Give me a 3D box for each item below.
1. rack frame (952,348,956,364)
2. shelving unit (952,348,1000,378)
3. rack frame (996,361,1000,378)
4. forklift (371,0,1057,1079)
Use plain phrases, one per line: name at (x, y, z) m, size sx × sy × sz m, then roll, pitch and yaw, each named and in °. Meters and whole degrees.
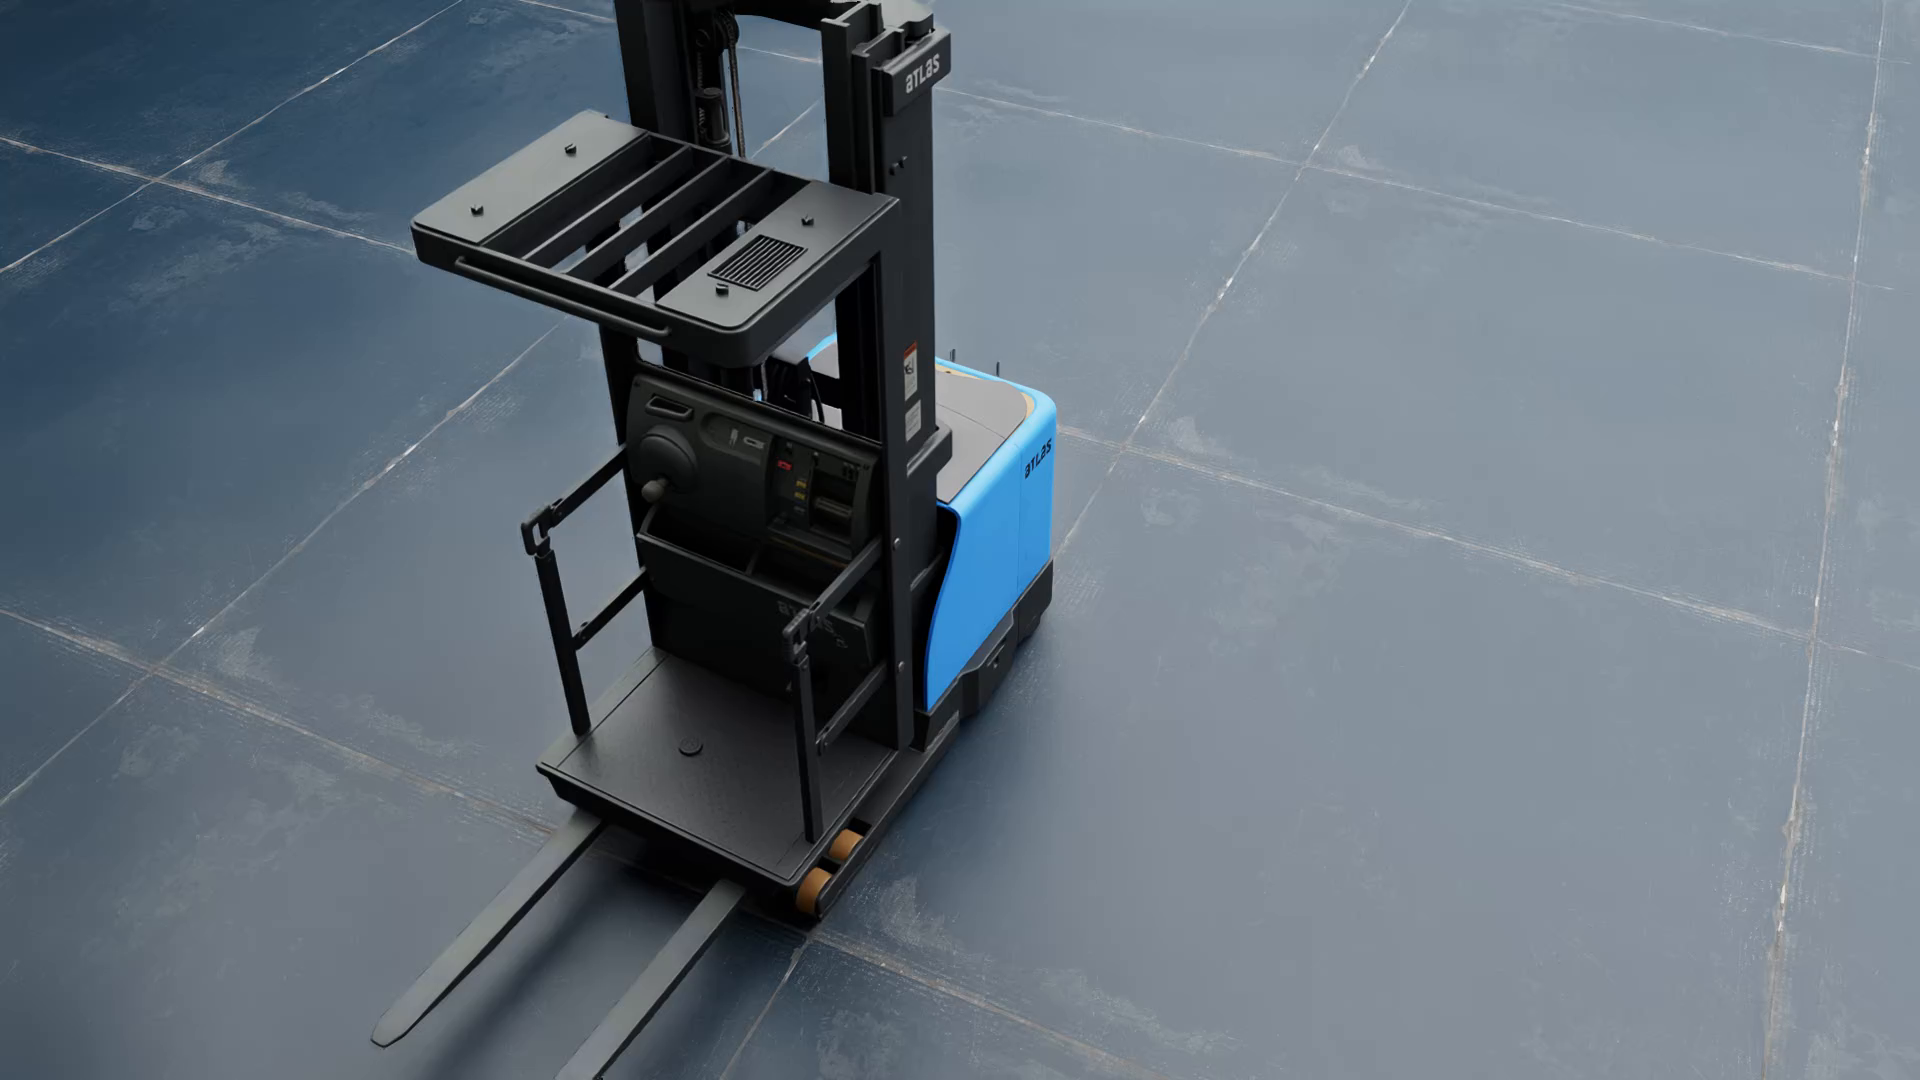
rack frame at (-0.077, -0.374, 6.995) m, size 0.006 × 0.900 × 0.240 m, roll 19°, pitch 44°, yaw 21°
shelving unit at (0.013, -0.343, 6.958) m, size 0.210 × 0.900 × 0.258 m, roll 19°, pitch 44°, yaw 21°
rack frame at (0.102, -0.312, 6.922) m, size 0.006 × 0.900 × 0.240 m, roll 19°, pitch 44°, yaw 21°
forklift at (-0.785, -0.153, 5.189) m, size 1.130 × 2.935 × 3.031 m, roll 20°, pitch 45°, yaw 22°
